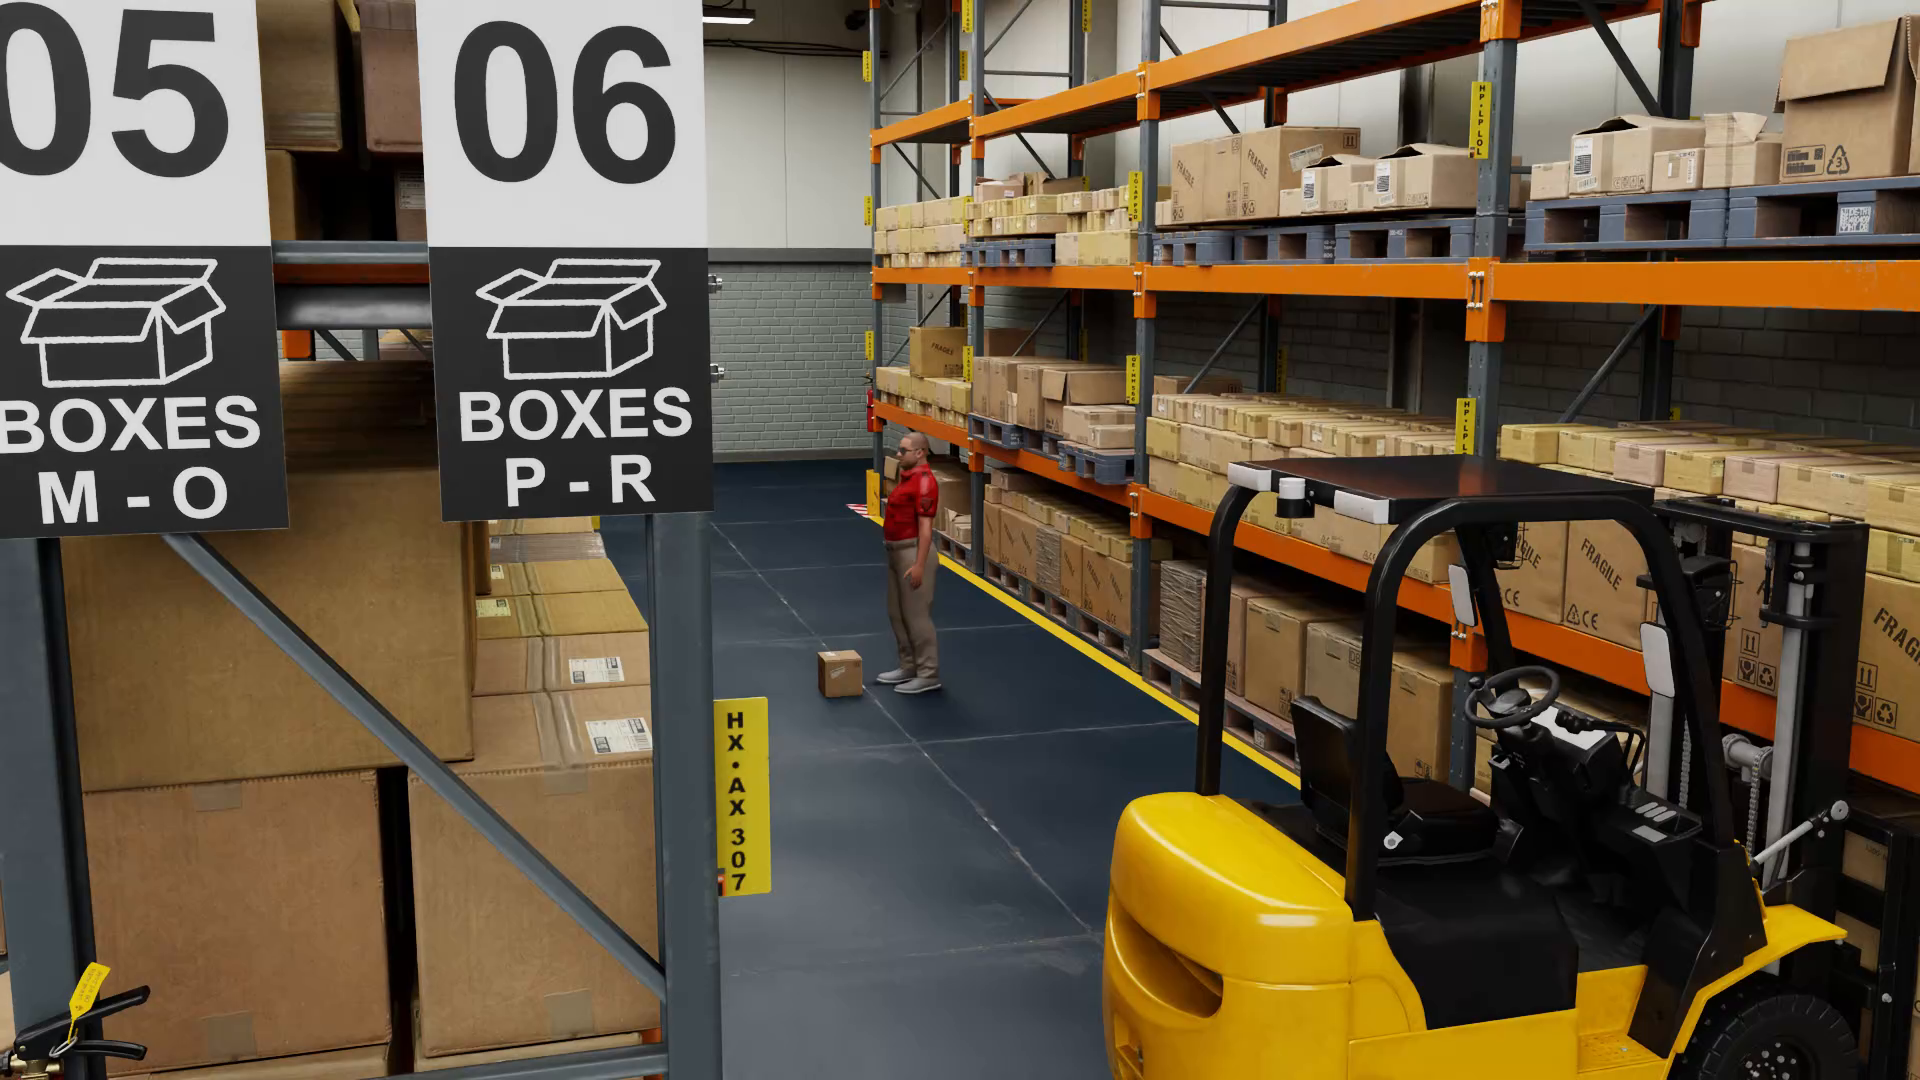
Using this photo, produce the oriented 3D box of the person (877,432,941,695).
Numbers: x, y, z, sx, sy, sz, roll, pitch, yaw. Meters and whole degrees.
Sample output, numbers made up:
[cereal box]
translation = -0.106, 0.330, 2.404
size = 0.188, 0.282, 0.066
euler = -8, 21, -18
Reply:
[person]
translation = -0.339, 0.144, 11.058
size = 0.384, 1.726, 0.530
euler = -2, 9, -15
